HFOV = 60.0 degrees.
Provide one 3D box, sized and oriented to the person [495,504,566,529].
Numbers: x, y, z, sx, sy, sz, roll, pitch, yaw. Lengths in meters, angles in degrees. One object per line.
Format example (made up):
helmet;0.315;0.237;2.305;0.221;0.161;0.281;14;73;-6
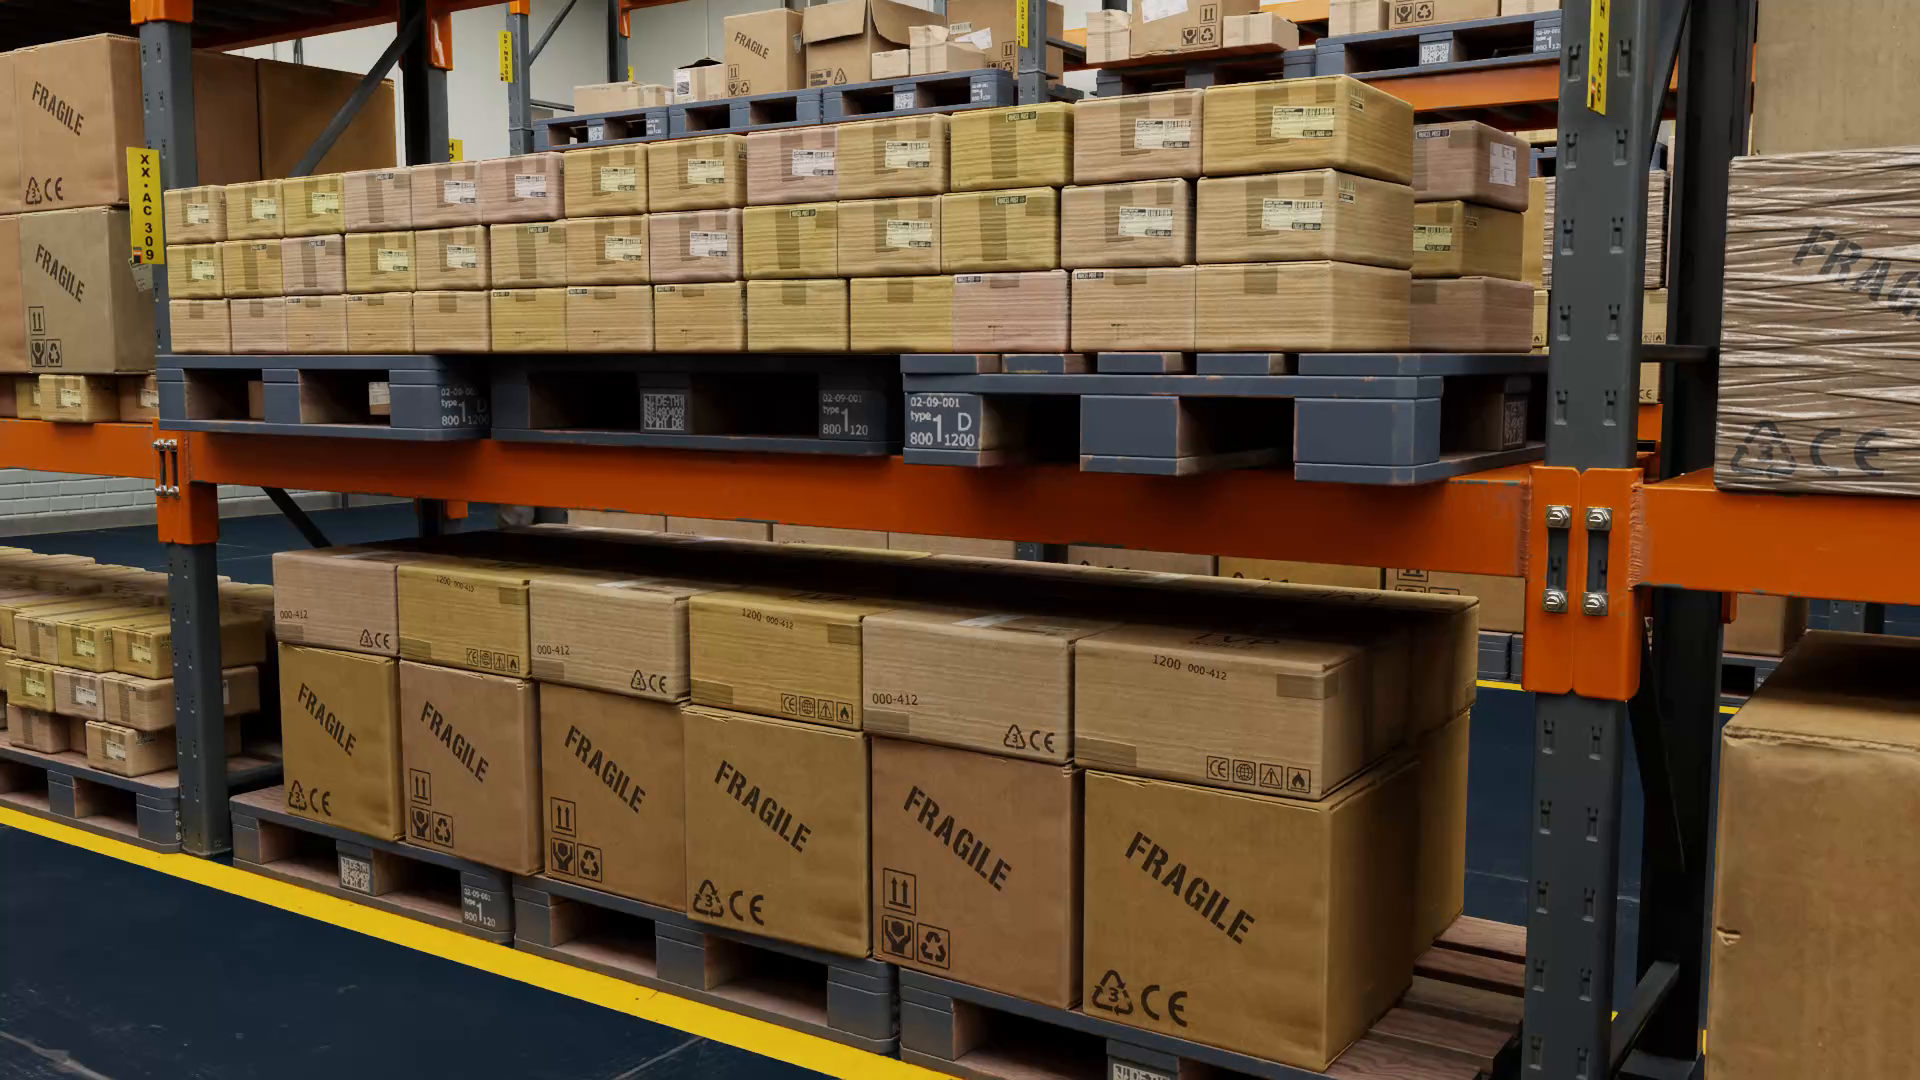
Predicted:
person;-2.243;-0.365;8.877;0.544;1.754;0.734;-5;8;-38
